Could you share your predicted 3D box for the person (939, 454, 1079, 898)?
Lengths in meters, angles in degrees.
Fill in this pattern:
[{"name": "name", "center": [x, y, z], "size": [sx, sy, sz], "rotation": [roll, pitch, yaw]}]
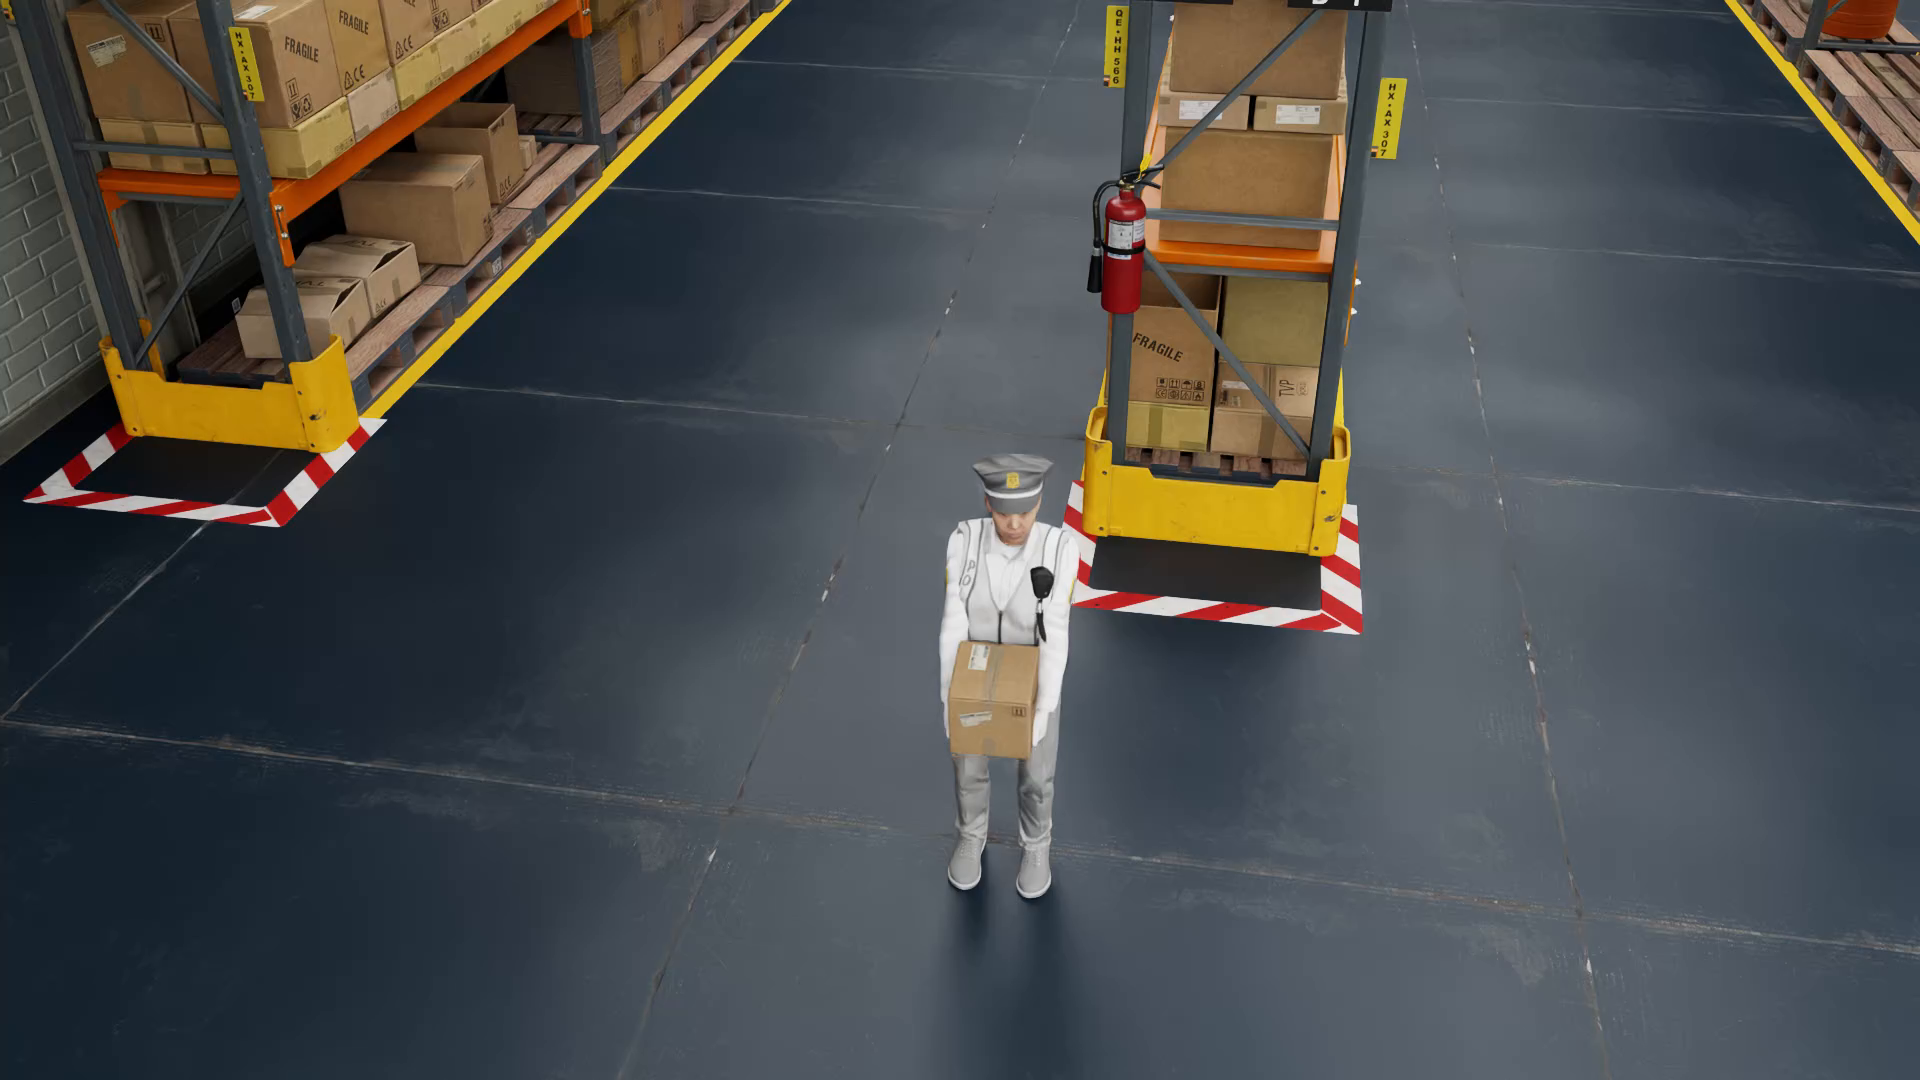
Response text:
[{"name": "person", "center": [0.150, 0.485, 5.370], "size": [0.417, 1.682, 0.528], "rotation": [5, 33, 7]}]
